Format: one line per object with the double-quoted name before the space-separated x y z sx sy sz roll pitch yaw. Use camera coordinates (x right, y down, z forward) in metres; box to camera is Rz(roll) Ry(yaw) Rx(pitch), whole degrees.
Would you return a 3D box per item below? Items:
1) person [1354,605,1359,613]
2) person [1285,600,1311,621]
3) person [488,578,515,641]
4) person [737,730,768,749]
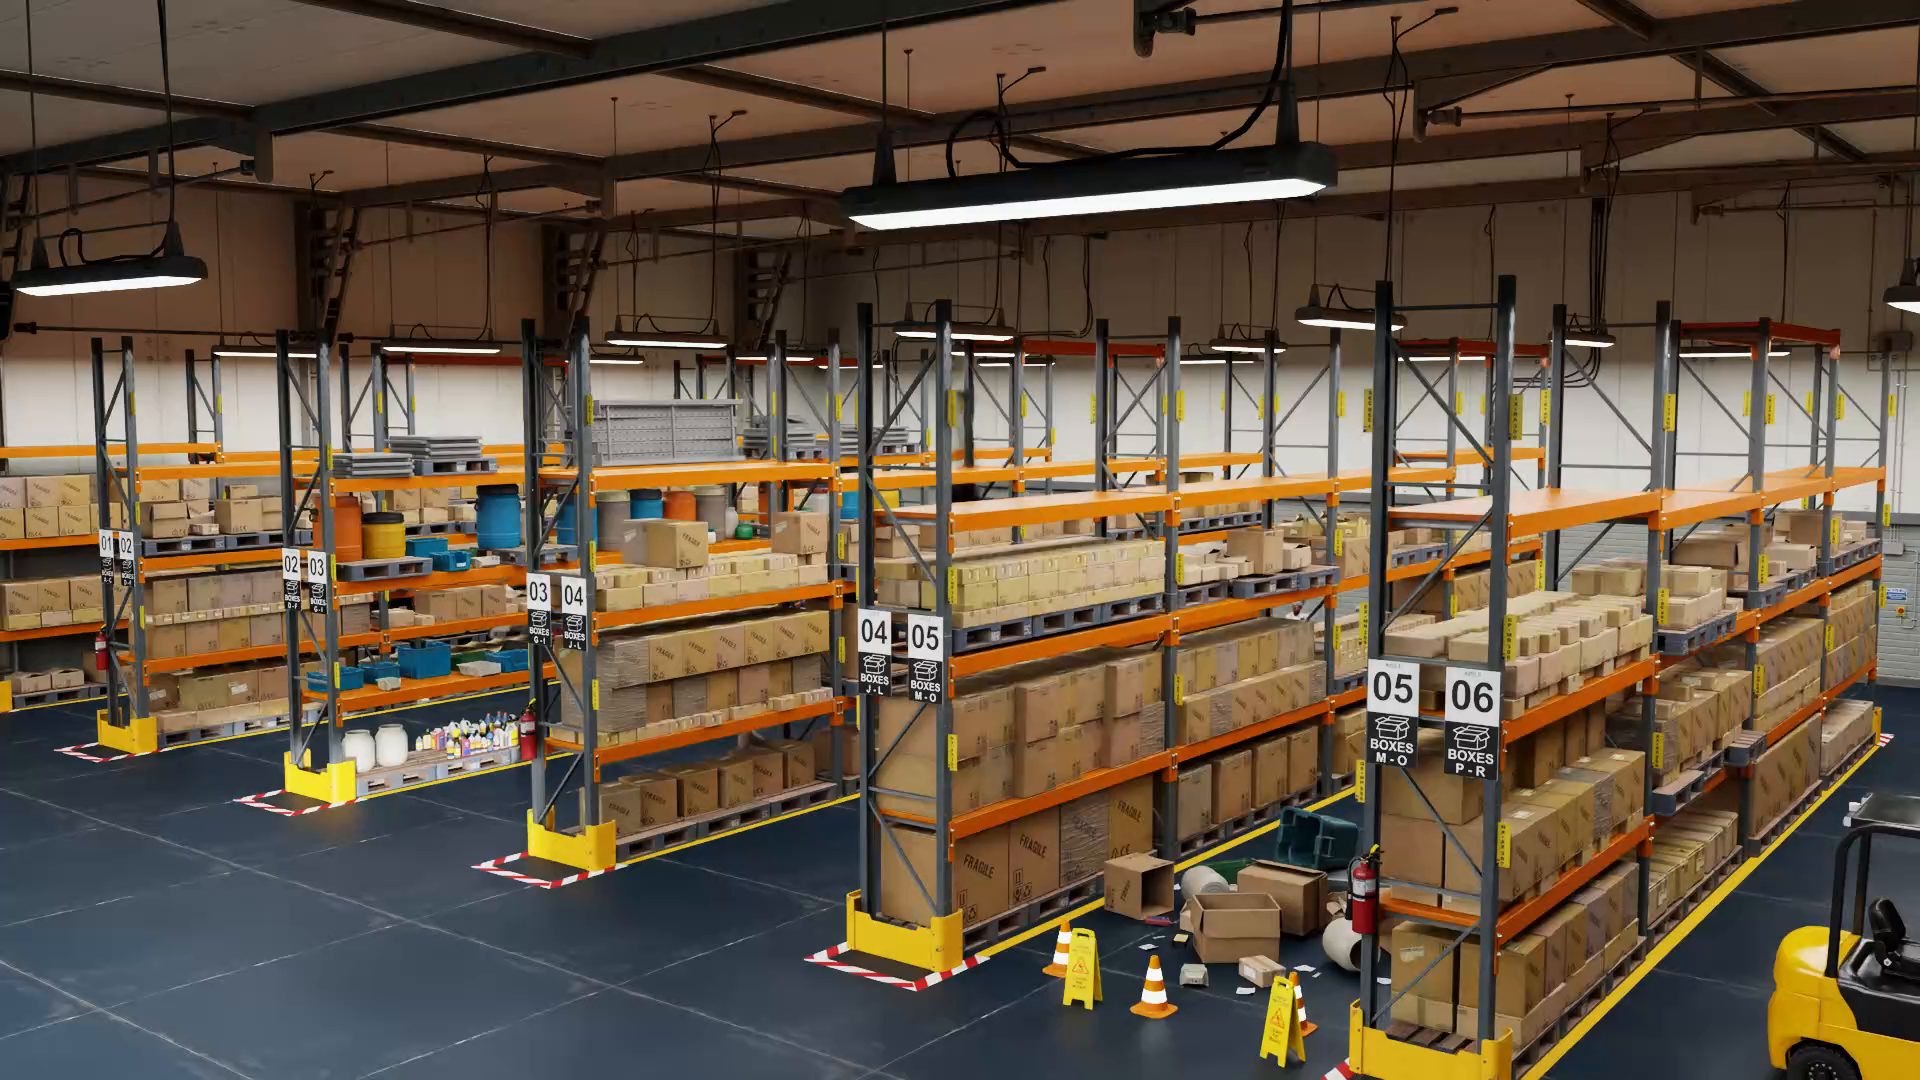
"person" 6.607 1.912 27.555 0.653 1.729 0.579 4 6 37
"person" 5.871 1.827 28.952 0.587 1.673 0.685 2 6 26
"person" -8.804 1.481 32.022 0.698 1.692 0.680 4 7 40
"person" -2.930 2.315 22.884 0.662 1.743 0.970 3 6 33
